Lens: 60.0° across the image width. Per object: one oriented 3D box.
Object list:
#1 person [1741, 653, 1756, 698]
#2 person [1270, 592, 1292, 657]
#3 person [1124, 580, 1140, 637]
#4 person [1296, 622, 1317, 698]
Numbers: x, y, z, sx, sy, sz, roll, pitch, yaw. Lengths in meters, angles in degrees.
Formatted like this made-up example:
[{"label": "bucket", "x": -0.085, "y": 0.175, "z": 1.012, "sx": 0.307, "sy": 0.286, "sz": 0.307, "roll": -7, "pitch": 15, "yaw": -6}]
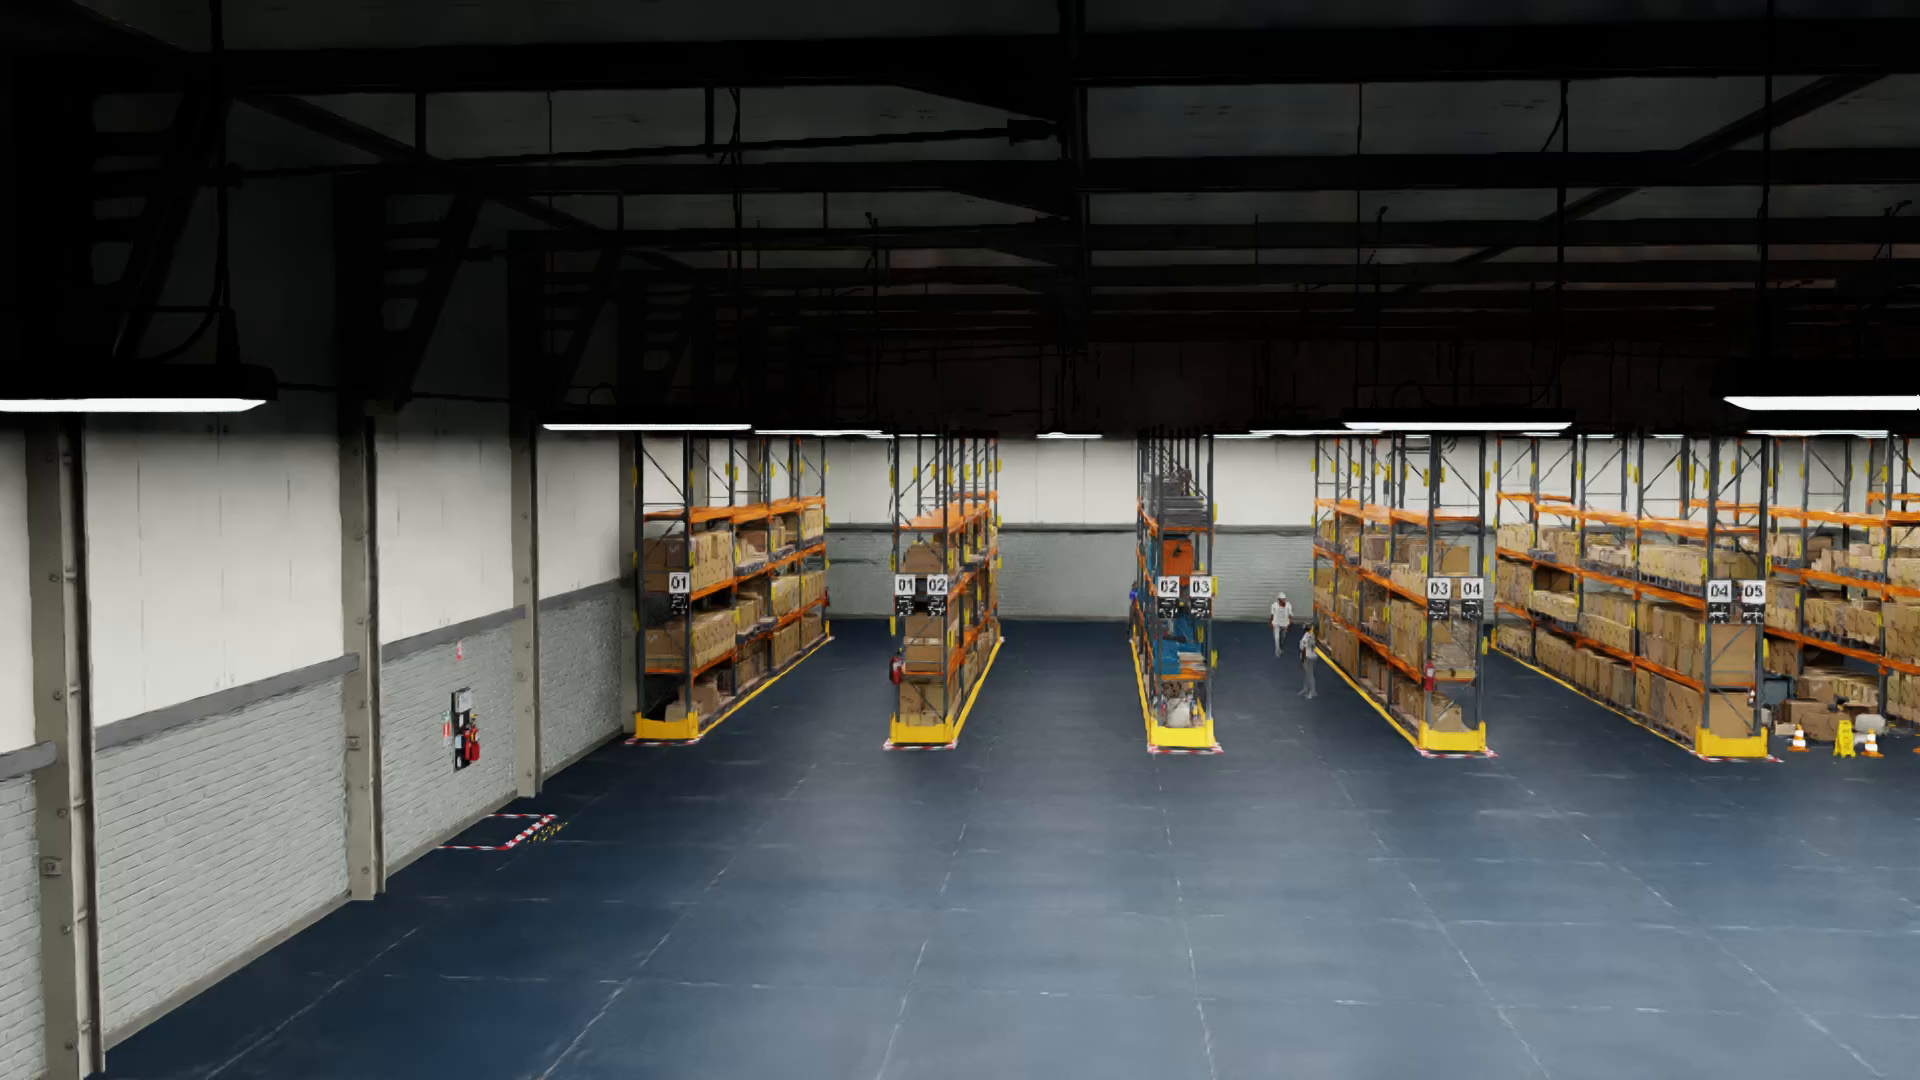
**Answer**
[{"label": "person", "x": 17.530, "y": 2.651, "z": 36.941, "sx": 0.569, "sy": 1.668, "sz": 0.558, "roll": 2, "pitch": 4, "yaw": 32}, {"label": "person", "x": 8.513, "y": 2.223, "z": 44.021, "sx": 0.575, "sy": 1.689, "sz": 1.128, "roll": 0, "pitch": 3, "yaw": 2}, {"label": "person", "x": 5.044, "y": 1.993, "z": 48.286, "sx": 0.417, "sy": 1.658, "sz": 0.647, "roll": 3, "pitch": 4, "yaw": 37}, {"label": "person", "x": 7.720, "y": 2.653, "z": 37.011, "sx": 0.549, "sy": 1.663, "sz": 0.581, "roll": 2, "pitch": 4, "yaw": 31}]
